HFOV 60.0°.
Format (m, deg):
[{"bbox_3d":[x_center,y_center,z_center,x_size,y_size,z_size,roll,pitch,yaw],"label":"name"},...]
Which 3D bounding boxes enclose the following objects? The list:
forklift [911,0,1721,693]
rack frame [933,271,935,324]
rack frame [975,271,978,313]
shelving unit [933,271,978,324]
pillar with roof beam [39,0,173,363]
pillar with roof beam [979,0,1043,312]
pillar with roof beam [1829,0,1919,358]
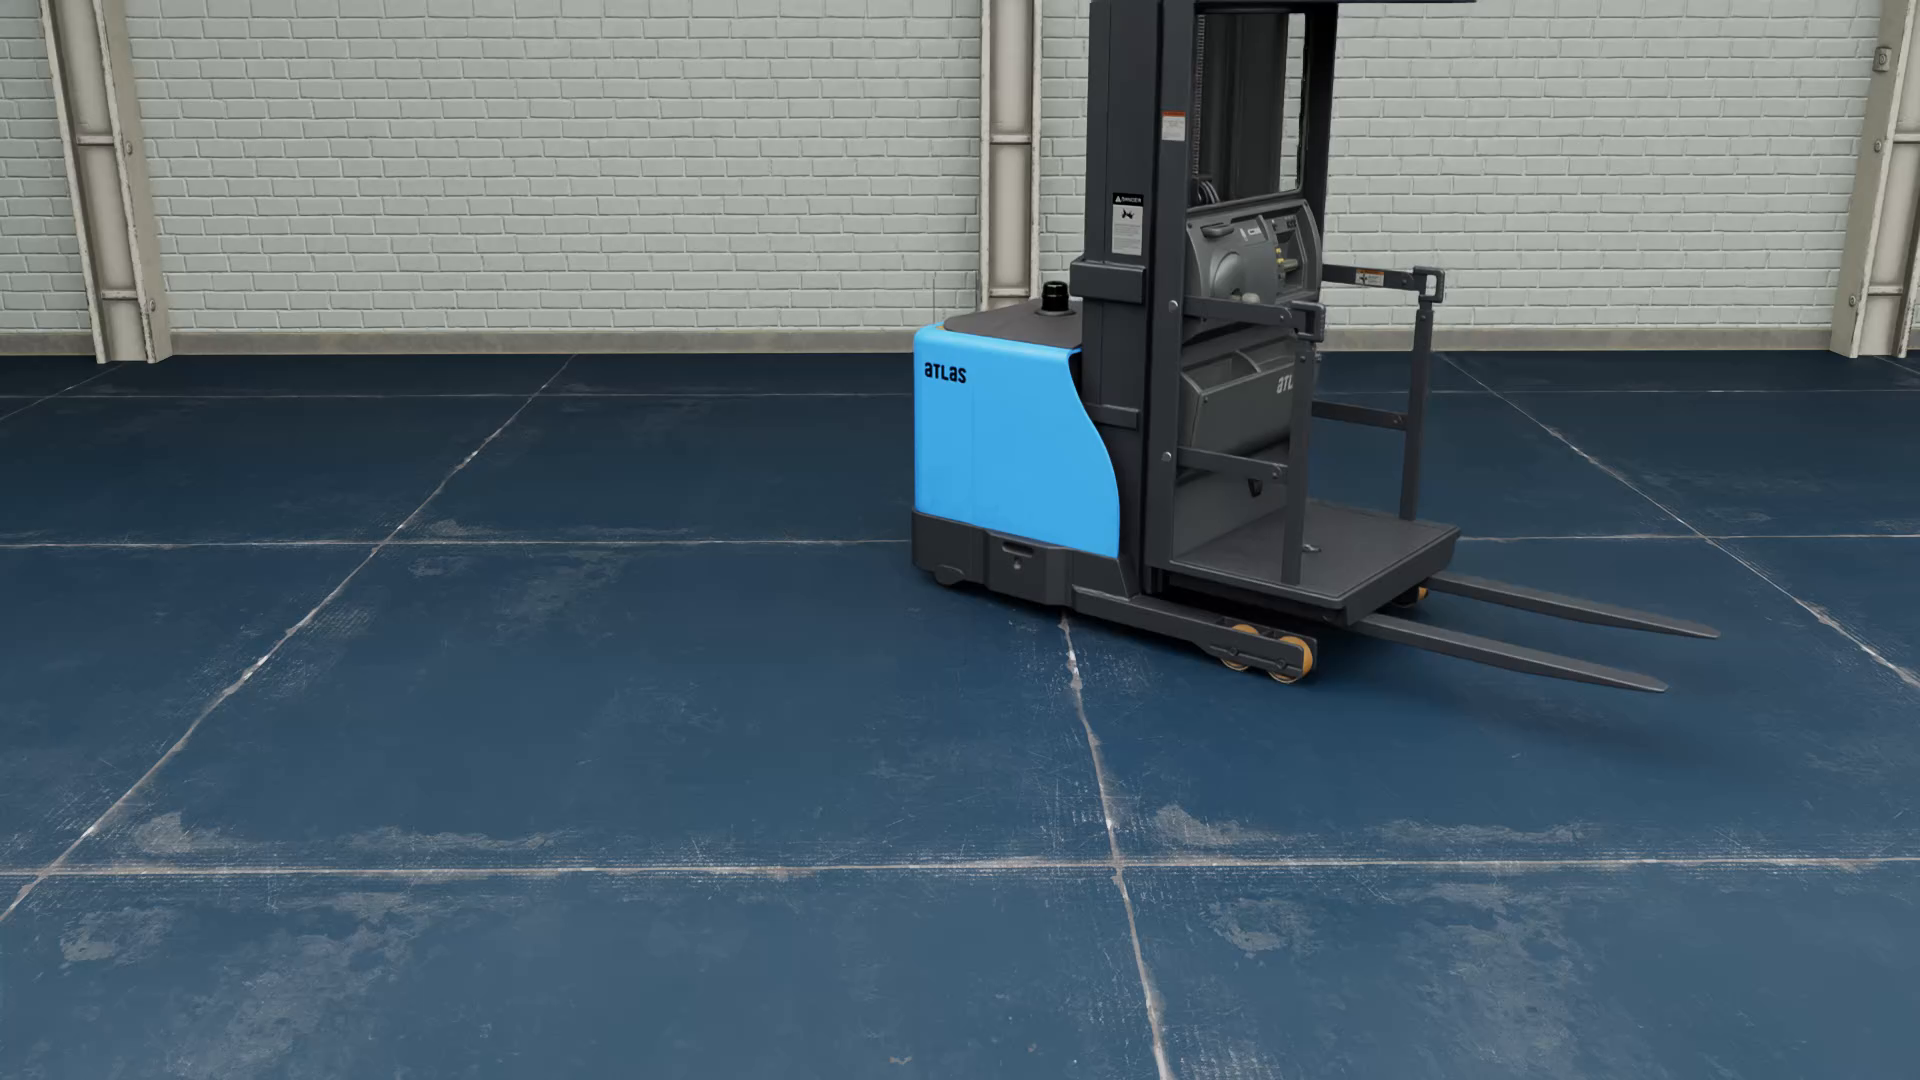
[{"bbox_3d":[1.267,-1.066,6.072,3.031,2.935,1.130,14,22,36],"label":"forklift"},{"bbox_3d":[-0.111,-0.573,7.369,0.006,1.200,0.240,0,18,0],"label":"rack frame"},{"bbox_3d":[0.072,-0.573,7.370,0.006,1.200,0.240,0,18,0],"label":"rack frame"},{"bbox_3d":[-0.020,-0.573,7.369,0.189,1.200,0.258,0,18,0],"label":"shelving unit"},{"bbox_3d":[-5.599,-4.218,5.966,0.400,9.000,9.100,0,18,-1],"label":"pillar with roof beam"},{"bbox_3d":[0.400,-4.247,6.056,0.400,9.000,9.100,0,18,-1],"label":"pillar with roof beam"},{"bbox_3d":[6.399,-4.276,6.146,0.400,9.000,9.100,0,18,-1],"label":"pillar with roof beam"}]
